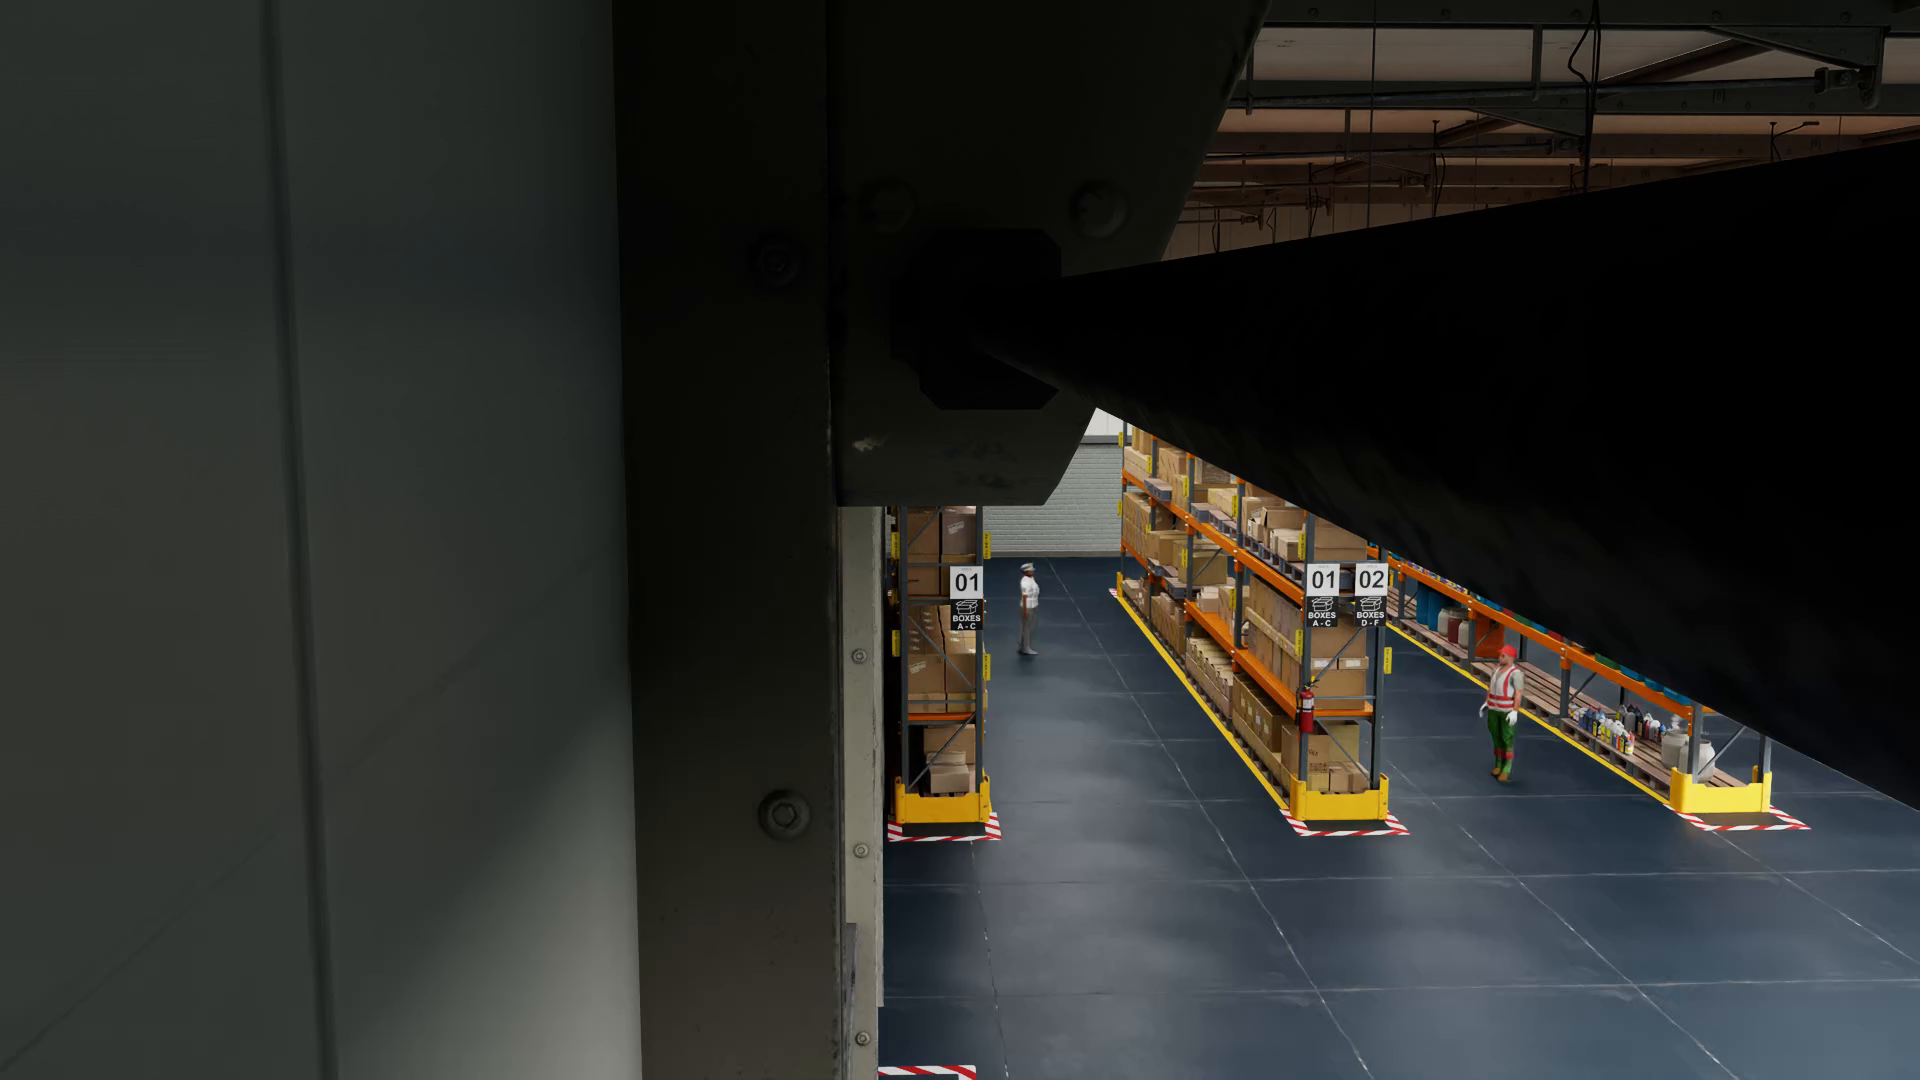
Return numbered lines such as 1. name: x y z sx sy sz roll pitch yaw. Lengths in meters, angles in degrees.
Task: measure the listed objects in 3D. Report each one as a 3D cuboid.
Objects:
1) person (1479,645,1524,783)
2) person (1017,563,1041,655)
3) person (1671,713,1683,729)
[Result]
1. person: 7.283 2.319 22.375 0.504 1.819 0.570 -8 11 -43
2. person: 1.241 1.241 30.389 0.437 1.690 0.525 3 9 23
3. person: 10.976 2.030 24.906 0.498 1.675 0.498 7 11 41
